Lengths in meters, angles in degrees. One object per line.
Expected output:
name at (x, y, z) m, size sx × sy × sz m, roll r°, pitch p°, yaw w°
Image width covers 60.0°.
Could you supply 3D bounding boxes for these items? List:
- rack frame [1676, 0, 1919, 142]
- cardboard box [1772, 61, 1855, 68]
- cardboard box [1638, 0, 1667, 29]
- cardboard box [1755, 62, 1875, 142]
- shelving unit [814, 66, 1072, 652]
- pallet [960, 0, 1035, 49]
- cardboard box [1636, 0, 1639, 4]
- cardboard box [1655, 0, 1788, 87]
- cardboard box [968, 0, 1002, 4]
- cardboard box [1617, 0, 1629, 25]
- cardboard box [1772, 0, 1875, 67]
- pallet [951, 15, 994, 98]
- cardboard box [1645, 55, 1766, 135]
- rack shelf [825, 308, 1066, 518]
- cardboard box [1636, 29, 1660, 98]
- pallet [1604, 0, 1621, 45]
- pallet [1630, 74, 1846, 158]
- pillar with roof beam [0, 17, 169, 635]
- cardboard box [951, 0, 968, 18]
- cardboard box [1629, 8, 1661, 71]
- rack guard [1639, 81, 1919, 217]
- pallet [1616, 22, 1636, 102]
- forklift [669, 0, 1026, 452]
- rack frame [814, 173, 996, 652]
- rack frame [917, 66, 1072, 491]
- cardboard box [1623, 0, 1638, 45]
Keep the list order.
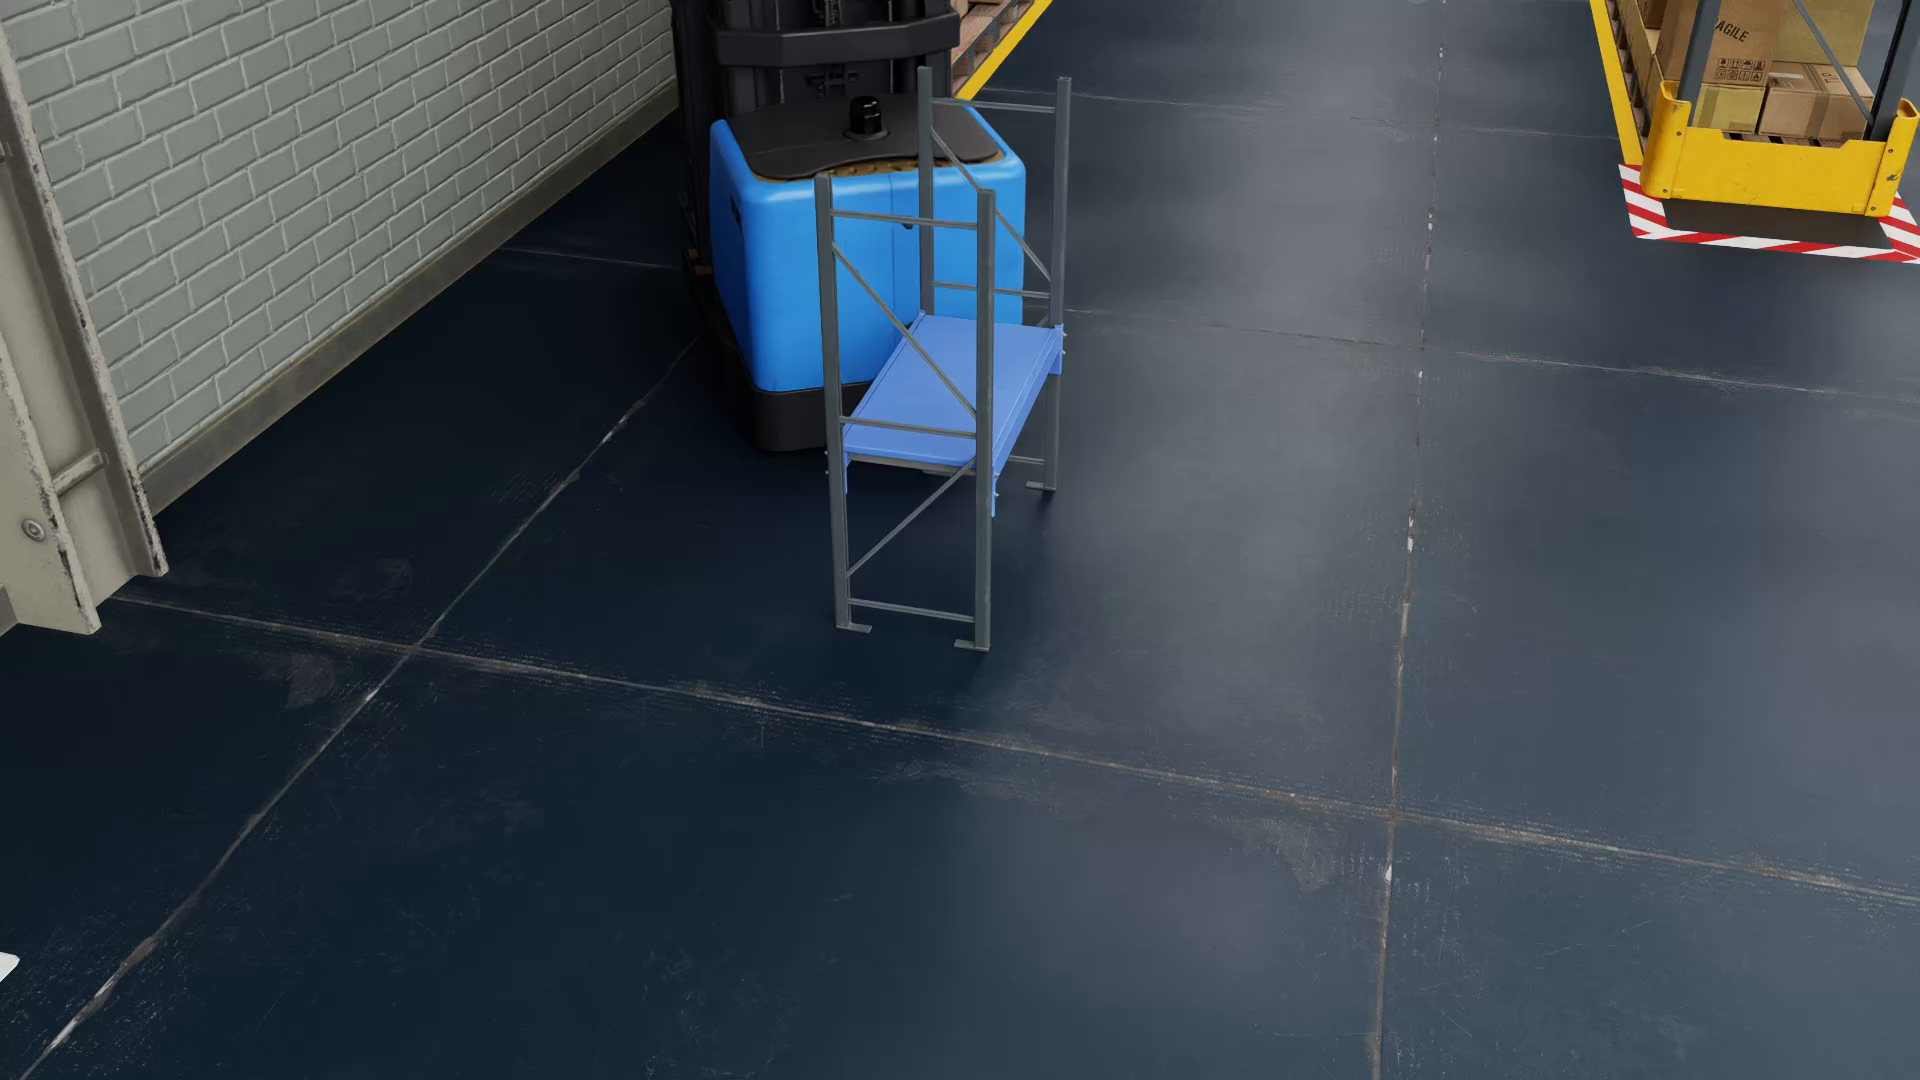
rack frame at (4.117, -3.048, 7.749) m, size 1.000 × 3.000 × 0.127 m, roll 8°, pitch 33°, yaw 12°
cardboard box at (4.592, -2.573, 9.173) m, size 0.500 × 0.250 × 0.500 m, roll 8°, pitch 33°, yaw 12°
cardboard box at (4.205, -3.222, 9.494) m, size 0.500 × 0.500 × 0.500 m, roll 8°, pitch 33°, yaw 12°
cardboard box at (4.468, -2.313, 8.764) m, size 0.500 × 0.250 × 0.500 m, roll 8°, pitch 33°, yaw 12°
shelving unit at (-0.022, -0.589, 5.278) m, size 0.538 × 1.500 × 1.048 m, roll 8°, pitch 33°, yaw 12°
pallet at (-0.104, -3.632, 11.266) m, size 1.003 × 0.211 × 1.213 m, roll 8°, pitch 33°, yaw 12°
cardboard box at (4.333, -3.481, 9.902) m, size 0.500 × 0.500 × 0.500 m, roll 8°, pitch 33°, yaw 12°
cardboard box at (3.965, -2.701, 8.675) m, size 0.500 × 0.500 × 0.500 m, roll 8°, pitch 33°, yaw 12°
cardboard box at (-0.033, -3.868, 10.959) m, size 0.700 × 0.500 × 0.500 m, roll 6°, pitch 33°, yaw 9°
cardboard box at (4.458, -3.424, 10.512) m, size 0.500 × 0.250 × 0.500 m, roll 8°, pitch 33°, yaw 12°
cardboard box at (4.593, -2.890, 8.972) m, size 0.500 × 0.500 × 0.500 m, roll 8°, pitch 33°, yaw 12°
pallet at (-0.416, -3.000, 10.273) m, size 1.003 × 0.211 × 1.213 m, roll 8°, pitch 33°, yaw 12°
cardboard box at (3.967, -2.384, 8.875) m, size 0.500 × 0.250 × 0.500 m, roll 8°, pitch 33°, yaw 12°
rack shelf at (-0.022, -0.437, 5.374) m, size 0.538 × 0.185 × 1.000 m, roll 8°, pitch 33°, yaw 12°
cardboard box at (4.083, -2.645, 9.286) m, size 0.500 × 0.250 × 0.500 m, roll 8°, pitch 33°, yaw 12°
pallet at (4.890, -3.541, 11.122) m, size 1.003 × 0.211 × 1.213 m, roll 8°, pitch 33°, yaw 12°
pallet at (4.271, -2.274, 9.131) m, size 1.003 × 0.211 × 1.213 m, roll 8°, pitch 33°, yaw 12°
pillar with roof beam at (1.307, -3.034, 2.135) m, size 9.100 × 9.000 × 0.400 m, roll 8°, pitch 33°, yaw 12°
cardboard box at (-0.268, -3.415, 10.421) m, size 0.500 × 0.311 × 0.500 m, roll 11°, pitch 34°, yaw 16°
cardboard box at (4.208, -2.905, 9.695) m, size 0.500 × 0.250 × 0.500 m, roll 8°, pitch 33°, yaw 12°
rack guard at (4.111, -1.981, 8.400) m, size 1.175 × 0.500 × 0.348 m, roll 8°, pitch 33°, yaw 12°
pallet at (4.582, -2.905, 10.123) m, size 1.003 × 0.211 × 1.213 m, roll 8°, pitch 33°, yaw 12°
forklift at (-0.640, -2.346, 6.708) m, size 1.130 × 2.935 × 3.031 m, roll -9°, pitch 33°, yaw -13°
rack frame at (-0.151, -0.325, 4.863) m, size 0.500 × 1.500 × 0.032 m, roll 8°, pitch 33°, yaw 12°
rack frame at (0.107, -0.852, 5.693) m, size 0.500 × 1.500 × 0.032 m, roll 8°, pitch 33°, yaw 12°
cardboard box at (4.337, -3.164, 10.102) m, size 0.500 × 0.250 × 0.500 m, roll 8°, pitch 33°, yaw 12°
